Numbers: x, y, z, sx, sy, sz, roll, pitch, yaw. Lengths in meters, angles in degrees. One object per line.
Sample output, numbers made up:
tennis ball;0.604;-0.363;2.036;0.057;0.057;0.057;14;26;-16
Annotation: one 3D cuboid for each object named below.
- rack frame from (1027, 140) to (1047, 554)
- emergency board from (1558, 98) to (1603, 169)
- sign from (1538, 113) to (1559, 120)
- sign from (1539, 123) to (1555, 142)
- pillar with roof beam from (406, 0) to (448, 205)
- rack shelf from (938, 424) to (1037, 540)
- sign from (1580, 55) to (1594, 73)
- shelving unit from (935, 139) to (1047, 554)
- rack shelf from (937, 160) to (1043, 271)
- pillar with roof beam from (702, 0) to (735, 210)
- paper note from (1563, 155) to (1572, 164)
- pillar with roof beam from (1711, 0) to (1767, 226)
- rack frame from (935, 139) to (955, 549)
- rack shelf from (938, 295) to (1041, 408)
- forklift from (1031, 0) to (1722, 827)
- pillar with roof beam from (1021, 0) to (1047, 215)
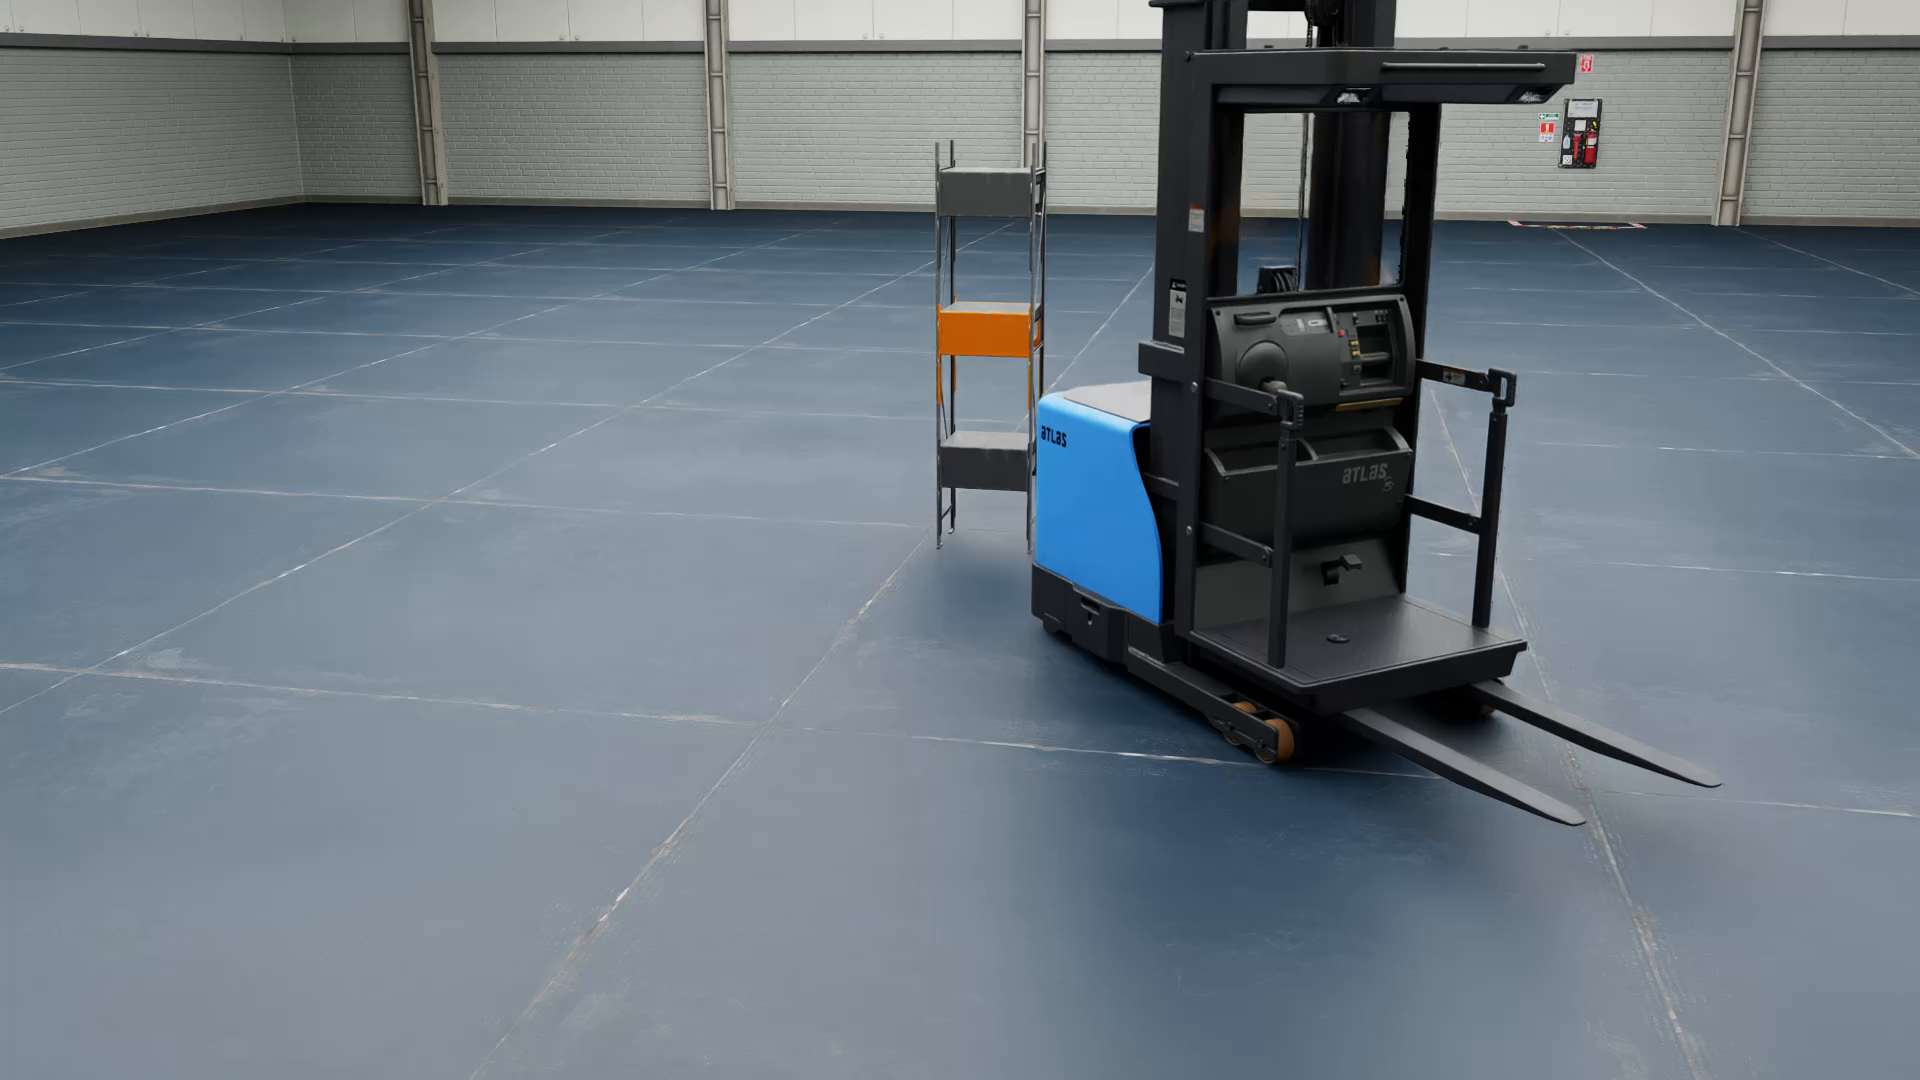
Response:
rack frame;0.401;-0.990;8.633;0.015;2.100;0.400;3;16;11
emergency board;10.678;-6.981;28.575;0.643;1.169;0.194;3;16;11
sign;10.160;-7.307;28.694;0.331;0.109;0.001;3;16;11
sign;10.157;-7.055;28.774;0.234;0.329;0.001;3;16;11
pillar with roof beam;-11.284;-9.881;27.807;0.400;9.000;9.100;3;16;11
rack shelf;0.162;-0.315;8.870;0.480;0.518;0.431;3;16;11
sign;10.690;-8.125;28.361;0.199;0.298;0.001;3;16;11
shelving unit;0.162;-1.003;8.680;0.503;2.100;0.431;3;16;11
rack shelf;0.162;-1.665;8.497;0.480;0.518;0.431;3;16;11
pillar with roof beam;-5.405;-9.562;26.655;0.400;9.000;9.100;3;16;11
paper note;10.518;-6.584;28.792;0.142;0.148;0.016;3;16;11
pillar with roof beam;12.234;-8.605;23.198;0.400;9.000;9.100;3;16;11
rack frame;-0.077;-1.016;8.727;0.015;2.100;0.400;3;16;11
rack shelf;0.162;-0.990;8.684;0.480;0.518;0.431;3;16;11
forklift;1.453;-0.733;6.148;1.130;2.935;3.031;-8;17;-27
pillar with roof beam;0.475;-9.243;25.503;0.400;9.000;9.100;3;16;11
